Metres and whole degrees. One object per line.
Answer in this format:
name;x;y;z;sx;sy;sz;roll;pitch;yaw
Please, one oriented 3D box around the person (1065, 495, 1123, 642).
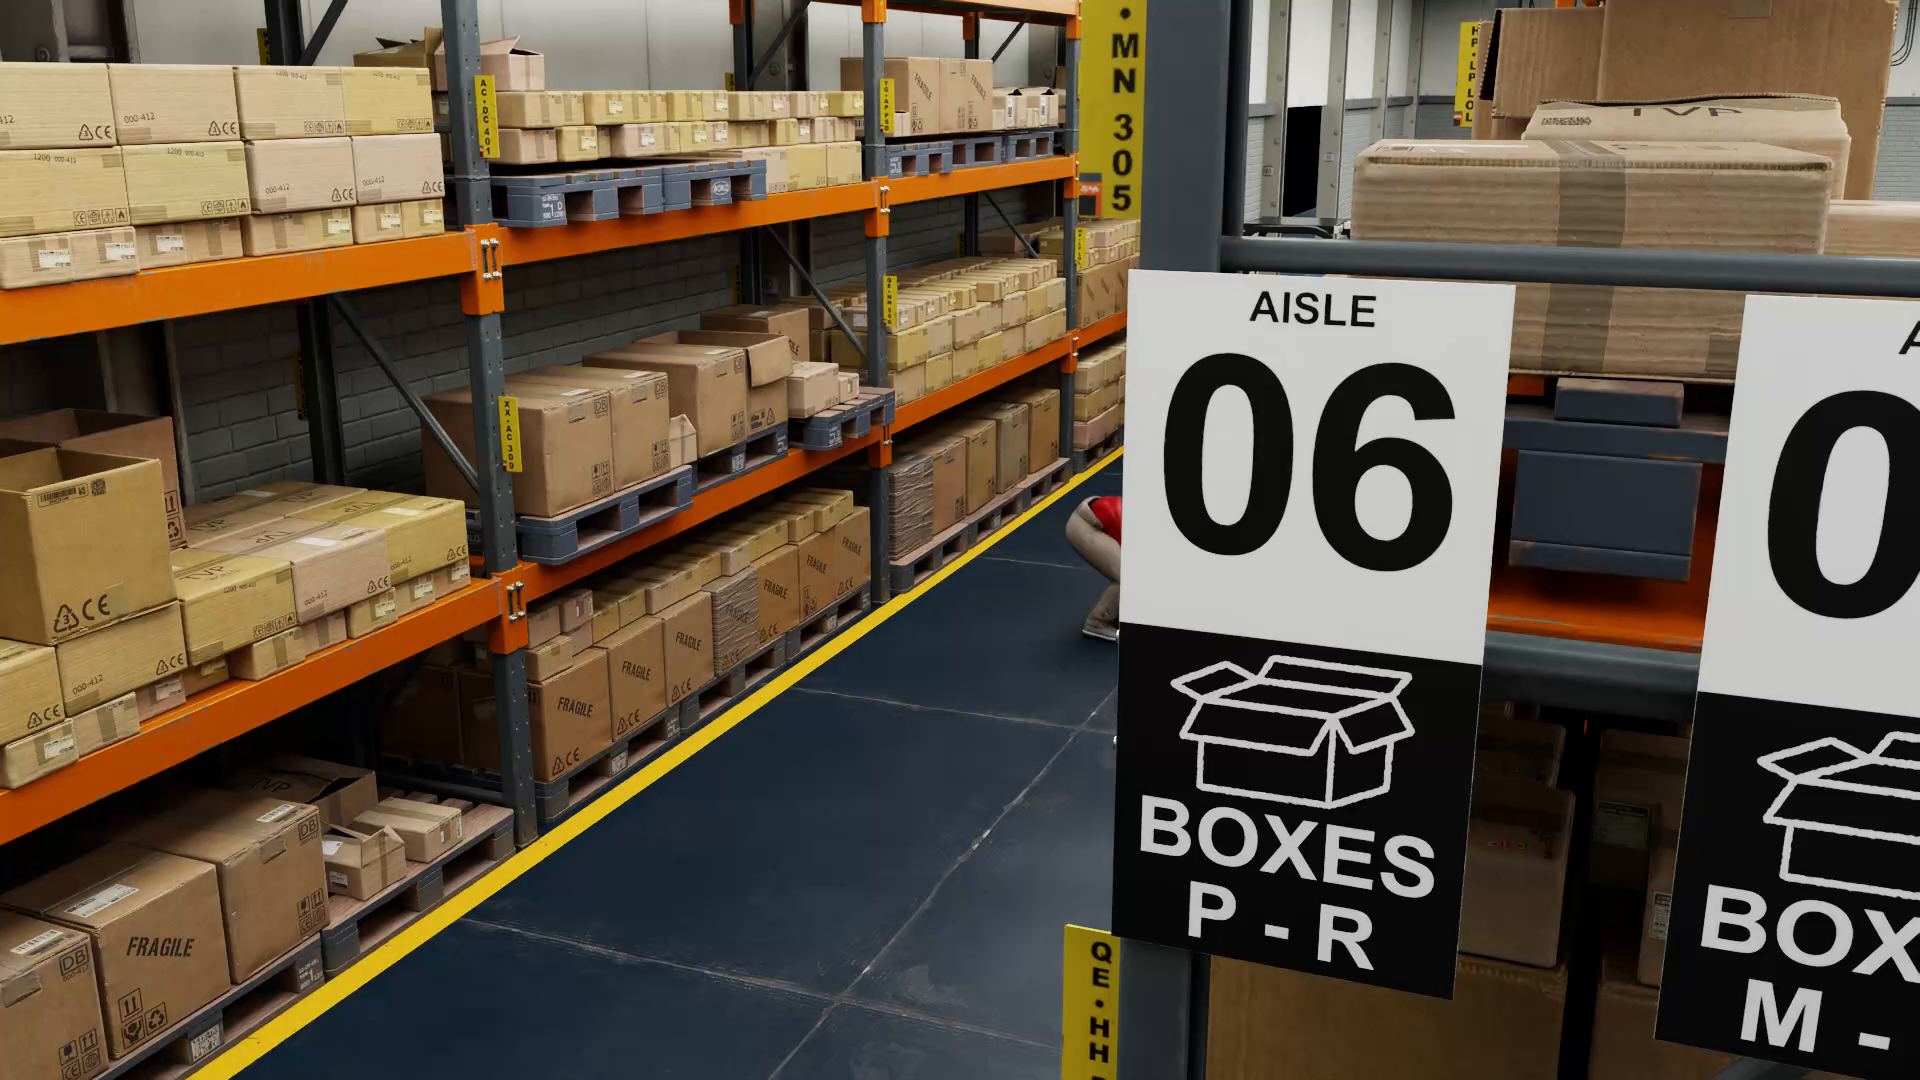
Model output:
person;1.147;0.177;10.490;0.956;0.894;0.529;5;16;18
